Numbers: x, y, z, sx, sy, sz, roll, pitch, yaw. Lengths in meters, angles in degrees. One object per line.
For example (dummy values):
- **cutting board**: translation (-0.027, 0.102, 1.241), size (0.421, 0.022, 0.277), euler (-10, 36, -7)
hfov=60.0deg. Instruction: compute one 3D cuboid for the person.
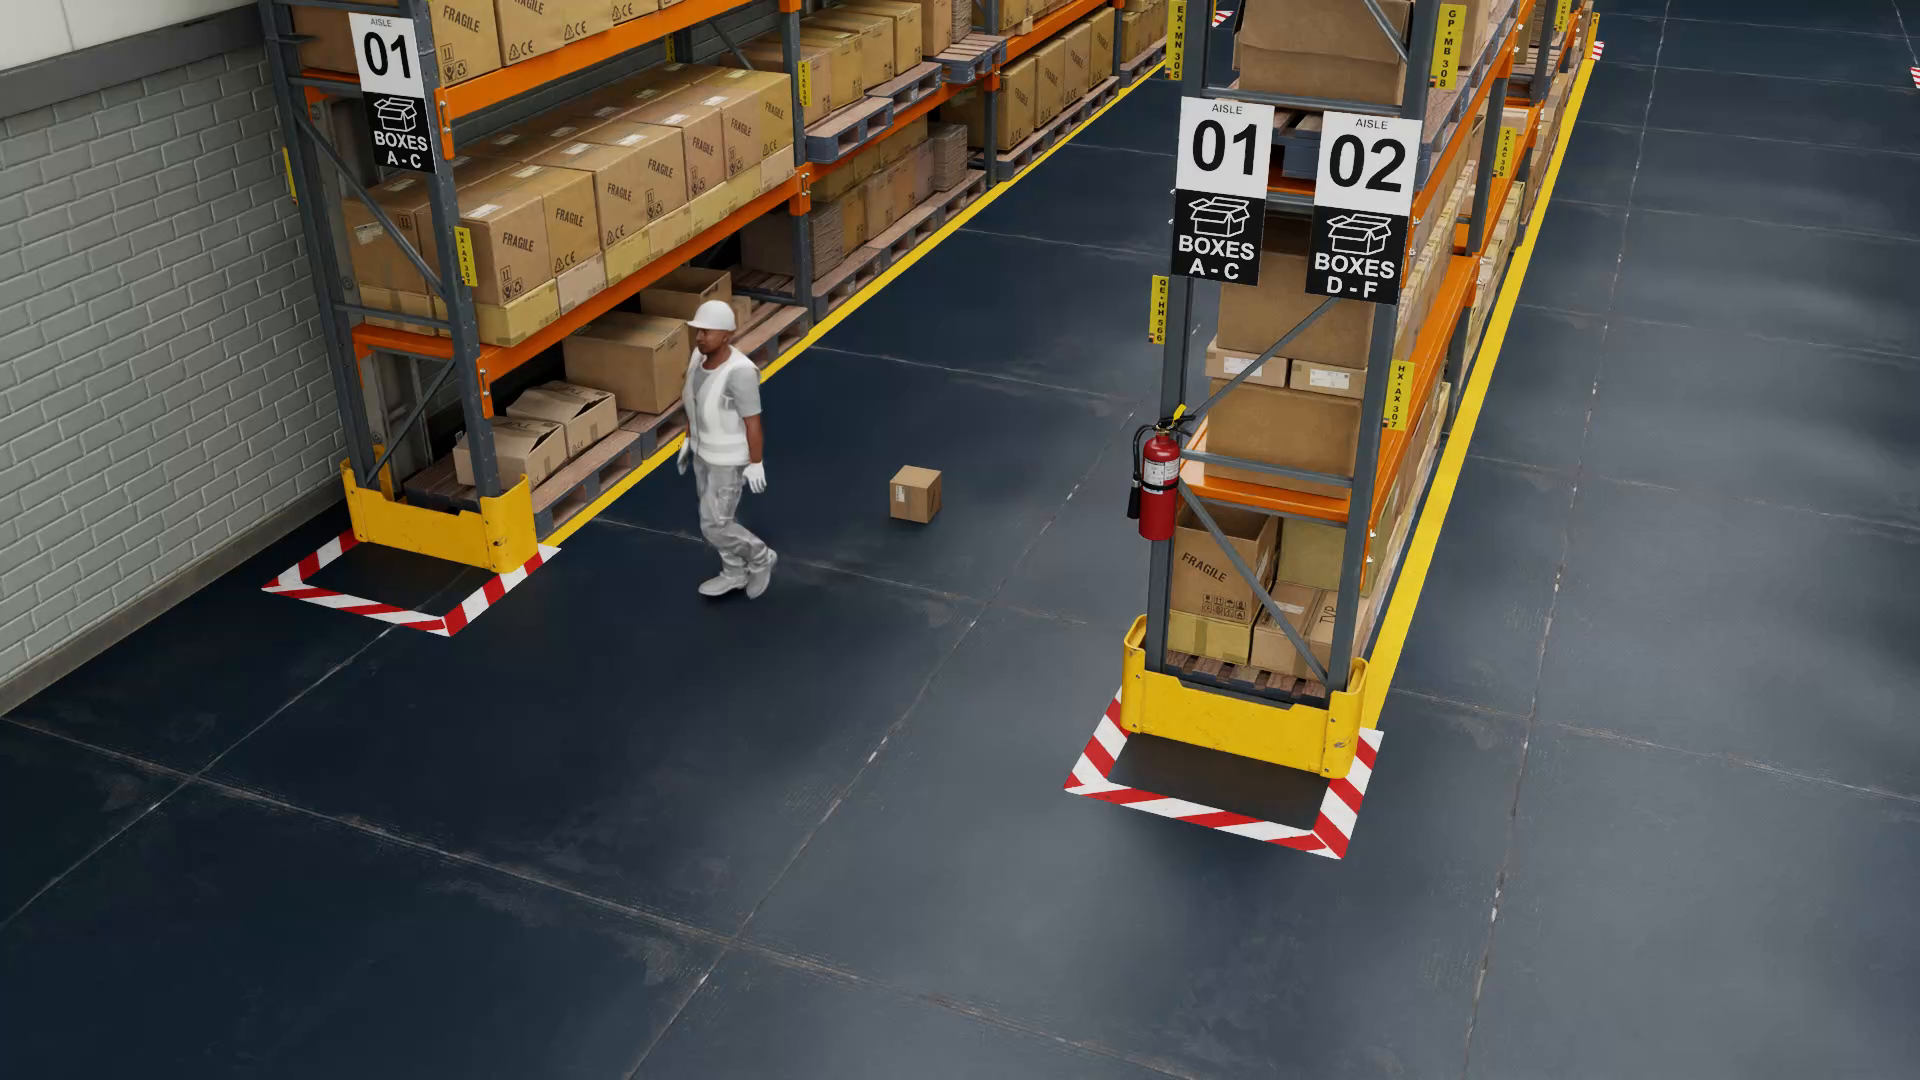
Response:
- **person**: translation (-1.306, -0.464, 9.164), size (0.477, 1.789, 0.567), euler (-20, 35, -31)
